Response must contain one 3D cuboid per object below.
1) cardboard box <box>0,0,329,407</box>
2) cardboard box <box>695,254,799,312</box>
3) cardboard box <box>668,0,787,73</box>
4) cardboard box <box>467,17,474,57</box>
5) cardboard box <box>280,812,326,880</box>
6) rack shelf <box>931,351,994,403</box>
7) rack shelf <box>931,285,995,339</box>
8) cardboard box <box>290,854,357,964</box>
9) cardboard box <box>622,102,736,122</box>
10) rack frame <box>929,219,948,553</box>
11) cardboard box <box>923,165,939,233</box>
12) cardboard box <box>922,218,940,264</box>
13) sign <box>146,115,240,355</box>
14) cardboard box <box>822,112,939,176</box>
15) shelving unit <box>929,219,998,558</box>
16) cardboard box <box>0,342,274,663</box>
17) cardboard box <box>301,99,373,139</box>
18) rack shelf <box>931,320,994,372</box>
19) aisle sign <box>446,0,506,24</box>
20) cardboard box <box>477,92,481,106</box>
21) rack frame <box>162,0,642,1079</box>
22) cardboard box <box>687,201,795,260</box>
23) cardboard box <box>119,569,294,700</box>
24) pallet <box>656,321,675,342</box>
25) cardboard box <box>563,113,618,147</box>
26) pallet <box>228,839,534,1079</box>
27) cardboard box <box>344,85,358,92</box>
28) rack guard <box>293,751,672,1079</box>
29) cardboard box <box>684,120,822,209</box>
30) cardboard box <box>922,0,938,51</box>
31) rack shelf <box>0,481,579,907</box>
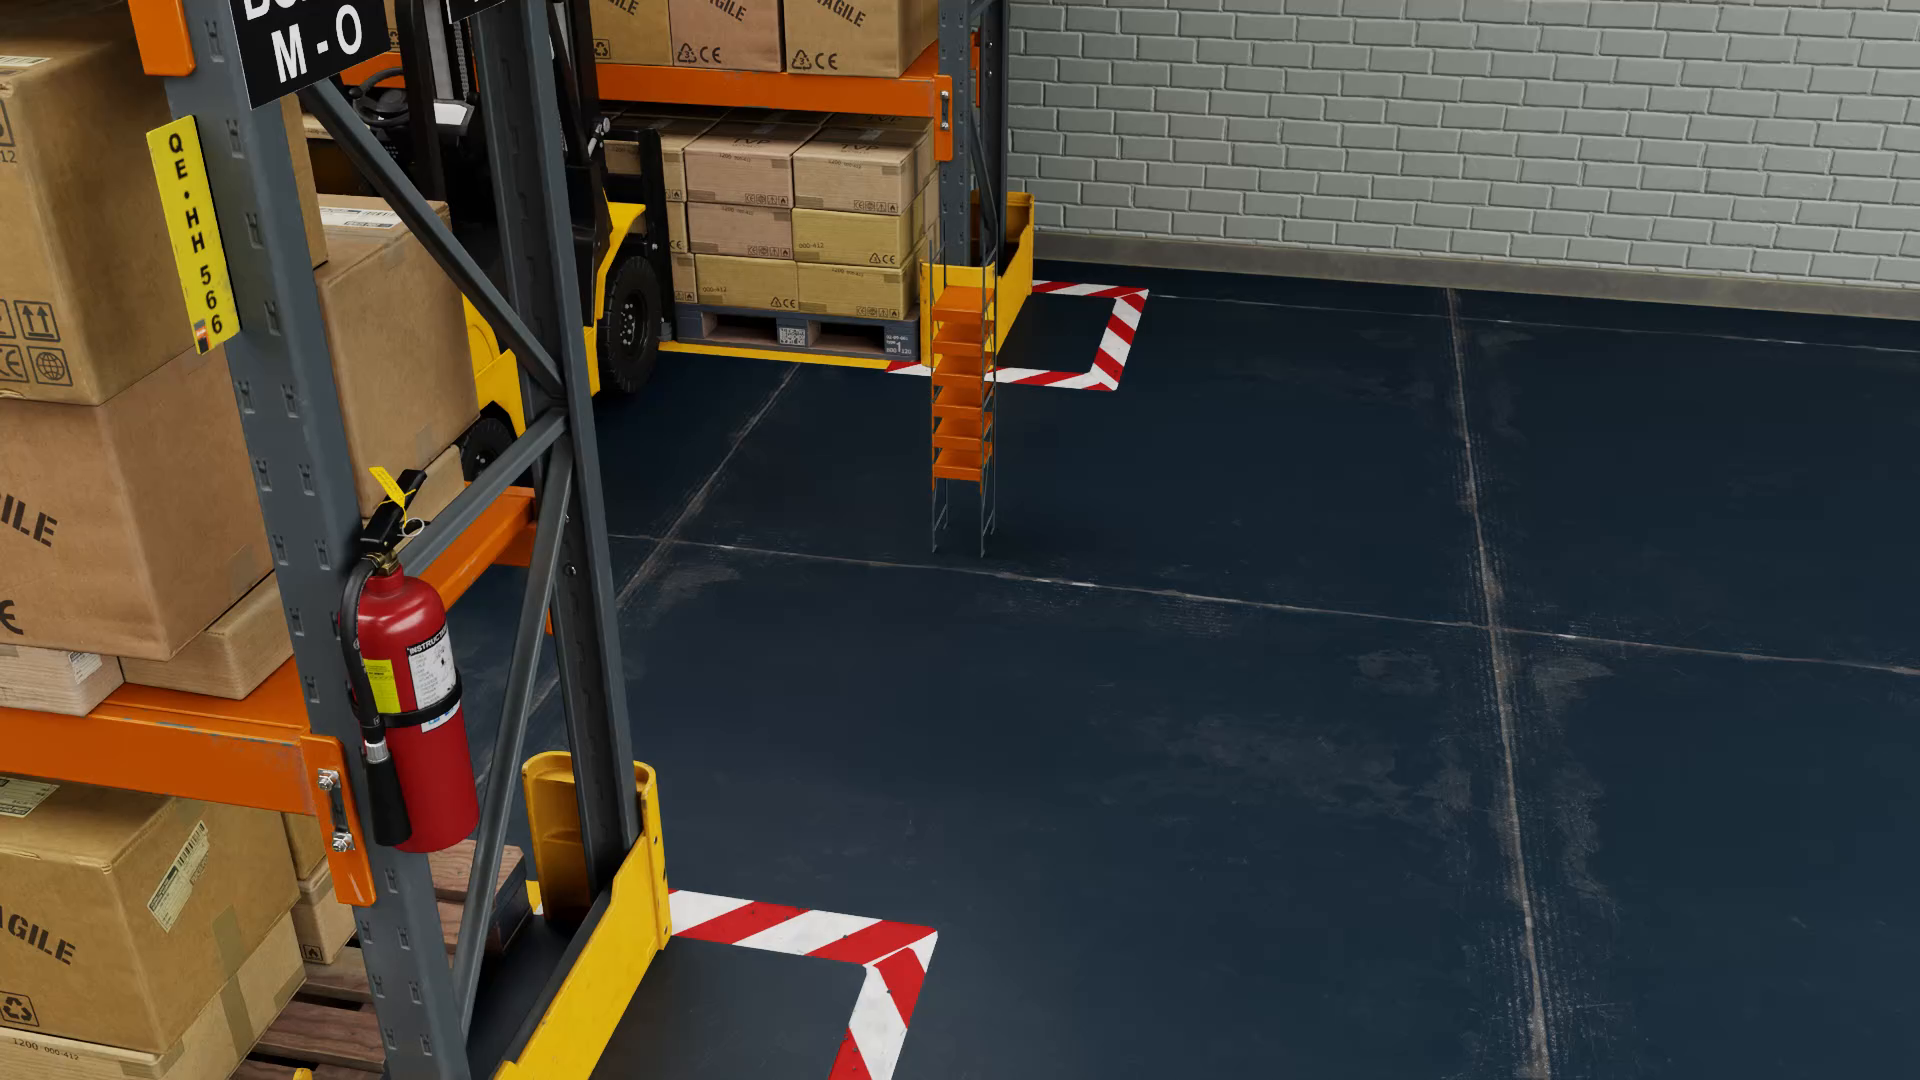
[{"bbox_3d":[-1.506,-0.608,2.782,0.500,0.500,0.700,5,29,9],"label":"cardboard box"},{"bbox_3d":[-0.938,-1.309,7.944,0.500,0.250,0.500,6,29,11],"label":"cardboard box"},{"bbox_3d":[-0.970,-2.404,7.414,0.500,0.500,0.500,7,29,12],"label":"cardboard box"},{"bbox_3d":[-1.965,-2.501,7.590,0.500,0.500,0.500,6,29,11],"label":"cardboard box"},{"bbox_3d":[-1.716,0.433,3.980,0.500,0.500,0.500,5,29,9],"label":"cardboard box"},{"bbox_3d":[0.014,-0.591,5.923,0.180,0.103,0.258,6,29,11],"label":"rack shelf"},{"bbox_3d":[0.014,-0.802,5.808,0.180,0.103,0.258,6,29,11],"label":"rack shelf"},{"bbox_3d":[-1.692,0.764,4.156,0.500,0.250,0.500,6,29,10],"label":"cardboard box"},{"bbox_3d":[-1.335,-2.035,8.229,0.500,0.250,0.500,6,29,10],"label":"cardboard box"},{"bbox_3d":[-0.075,-0.534,5.976,0.006,1.200,0.240,6,29,11],"label":"rack frame"},{"bbox_3d":[-0.345,-1.720,8.174,0.500,0.250,0.500,6,29,11],"label":"cardboard box"},{"bbox_3d":[-0.368,-1.497,8.287,0.500,0.250,0.500,6,29,11],"label":"cardboard box"},{"bbox_3d":[-1.097,-0.435,2.385,0.005,0.325,0.100,6,29,11],"label":"sign"},{"bbox_3d":[-0.359,-1.932,8.040,0.500,0.250,0.500,5,29,10],"label":"cardboard box"},{"bbox_3d":[0.014,-0.525,5.959,0.189,1.200,0.258,6,29,11],"label":"shelving unit"},{"bbox_3d":[-1.549,-0.146,2.979,0.500,0.500,0.500,5,29,10],"label":"cardboard box"},{"bbox_3d":[-2.934,-1.944,8.062,0.500,0.250,0.500,6,29,11],"label":"cardboard box"},{"bbox_3d":[0.014,-0.696,5.865,0.180,0.103,0.258,6,29,11],"label":"rack shelf"},{"bbox_3d":[-0.836,-1.326,2.842,0.004,0.787,0.394,6,29,11],"label":"aisle sign"},{"bbox_3d":[-2.328,-2.137,8.414,0.500,0.250,0.500,6,29,11],"label":"cardboard box"},{"bbox_3d":[-0.961,-0.047,3.212,0.127,3.000,1.000,6,29,11],"label":"rack frame"},{"bbox_3d":[-0.958,-1.533,7.832,0.500,0.250,0.500,6,29,10],"label":"cardboard box"},{"bbox_3d":[-1.371,0.126,3.157,0.250,0.149,0.380,7,29,12],"label":"cardboard box"},{"bbox_3d":[-1.874,-1.335,8.469,1.213,0.211,1.003,6,29,11],"label":"pallet"},{"bbox_3d":[-1.934,-1.843,7.878,0.500,0.250,0.500,5,29,10],"label":"cardboard box"},{"bbox_3d":[-1.822,1.071,4.074,1.213,0.211,1.003,6,29,11],"label":"pallet"},{"bbox_3d":[-3.318,-2.237,8.598,0.500,0.250,0.500,6,29,12],"label":"cardboard box"},{"bbox_3d":[-1.035,1.042,3.826,0.348,0.500,1.175,6,29,11],"label":"rack guard"},{"bbox_3d":[-0.944,-1.743,7.695,0.500,0.250,0.500,6,29,11],"label":"cardboard box"},{"bbox_3d":[-0.355,-2.602,7.775,0.500,0.500,0.500,7,29,12],"label":"cardboard box"},{"bbox_3d":[-2.917,0.068,3.751,4.000,0.370,1.077,6,29,11],"label":"rack shelf"}]
